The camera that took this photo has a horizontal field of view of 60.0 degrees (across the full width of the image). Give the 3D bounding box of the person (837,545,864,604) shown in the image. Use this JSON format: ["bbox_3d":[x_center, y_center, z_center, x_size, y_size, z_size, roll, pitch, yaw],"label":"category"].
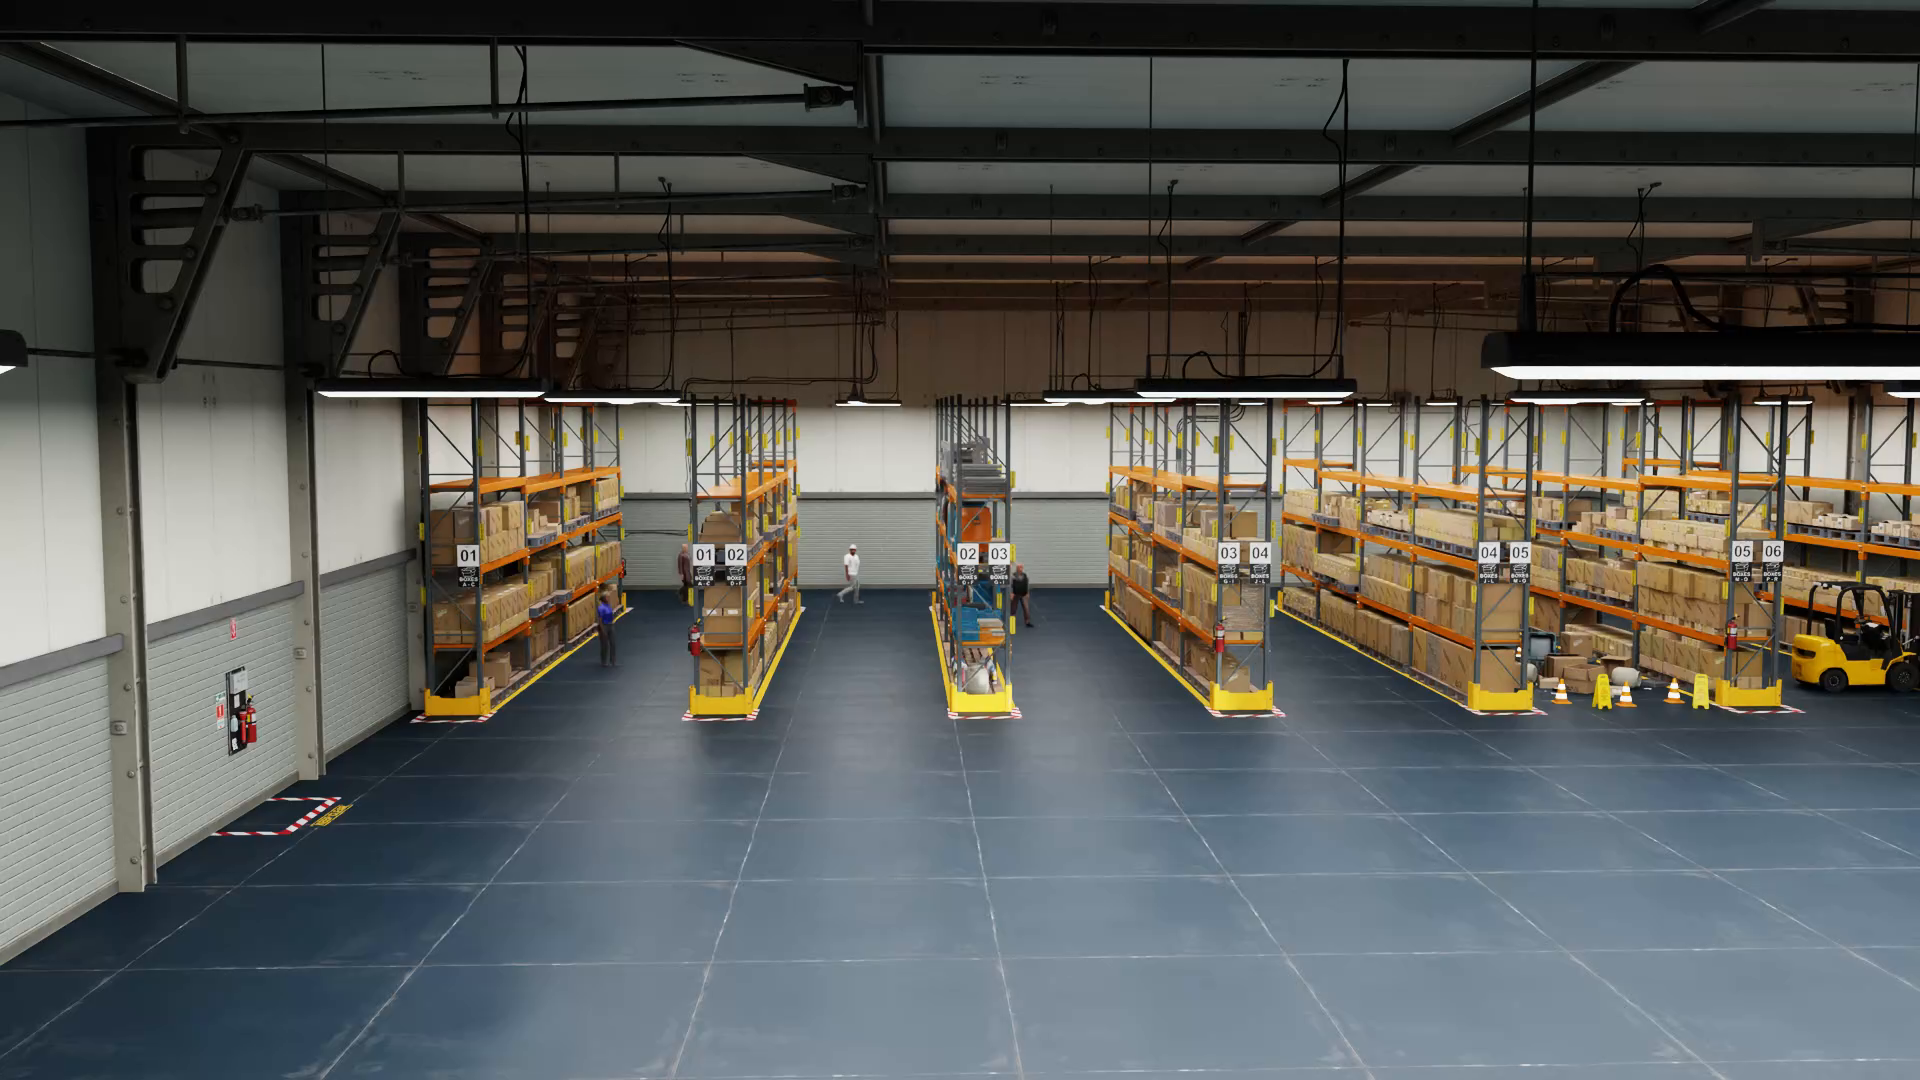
[{"bbox_3d":[-3.202,1.005,48.744,0.759,1.748,0.574,0,5,5],"label":"person"}]

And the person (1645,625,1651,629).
[{"bbox_3d":[18.002,1.508,43.257,0.365,1.731,0.483,2,5,23],"label":"person"}]

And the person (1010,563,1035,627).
[{"bbox_3d":[1.594,1.444,43.579,0.624,1.662,1.037,-2,5,-22],"label":"person"}]

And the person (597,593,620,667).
[{"bbox_3d":[-7.865,1.993,37.049,0.366,1.654,0.501,3,6,36],"label":"person"}]

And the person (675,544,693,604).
[{"bbox_3d":[-8.064,0.992,48.656,0.583,1.762,0.635,0,4,0],"label":"person"}]
